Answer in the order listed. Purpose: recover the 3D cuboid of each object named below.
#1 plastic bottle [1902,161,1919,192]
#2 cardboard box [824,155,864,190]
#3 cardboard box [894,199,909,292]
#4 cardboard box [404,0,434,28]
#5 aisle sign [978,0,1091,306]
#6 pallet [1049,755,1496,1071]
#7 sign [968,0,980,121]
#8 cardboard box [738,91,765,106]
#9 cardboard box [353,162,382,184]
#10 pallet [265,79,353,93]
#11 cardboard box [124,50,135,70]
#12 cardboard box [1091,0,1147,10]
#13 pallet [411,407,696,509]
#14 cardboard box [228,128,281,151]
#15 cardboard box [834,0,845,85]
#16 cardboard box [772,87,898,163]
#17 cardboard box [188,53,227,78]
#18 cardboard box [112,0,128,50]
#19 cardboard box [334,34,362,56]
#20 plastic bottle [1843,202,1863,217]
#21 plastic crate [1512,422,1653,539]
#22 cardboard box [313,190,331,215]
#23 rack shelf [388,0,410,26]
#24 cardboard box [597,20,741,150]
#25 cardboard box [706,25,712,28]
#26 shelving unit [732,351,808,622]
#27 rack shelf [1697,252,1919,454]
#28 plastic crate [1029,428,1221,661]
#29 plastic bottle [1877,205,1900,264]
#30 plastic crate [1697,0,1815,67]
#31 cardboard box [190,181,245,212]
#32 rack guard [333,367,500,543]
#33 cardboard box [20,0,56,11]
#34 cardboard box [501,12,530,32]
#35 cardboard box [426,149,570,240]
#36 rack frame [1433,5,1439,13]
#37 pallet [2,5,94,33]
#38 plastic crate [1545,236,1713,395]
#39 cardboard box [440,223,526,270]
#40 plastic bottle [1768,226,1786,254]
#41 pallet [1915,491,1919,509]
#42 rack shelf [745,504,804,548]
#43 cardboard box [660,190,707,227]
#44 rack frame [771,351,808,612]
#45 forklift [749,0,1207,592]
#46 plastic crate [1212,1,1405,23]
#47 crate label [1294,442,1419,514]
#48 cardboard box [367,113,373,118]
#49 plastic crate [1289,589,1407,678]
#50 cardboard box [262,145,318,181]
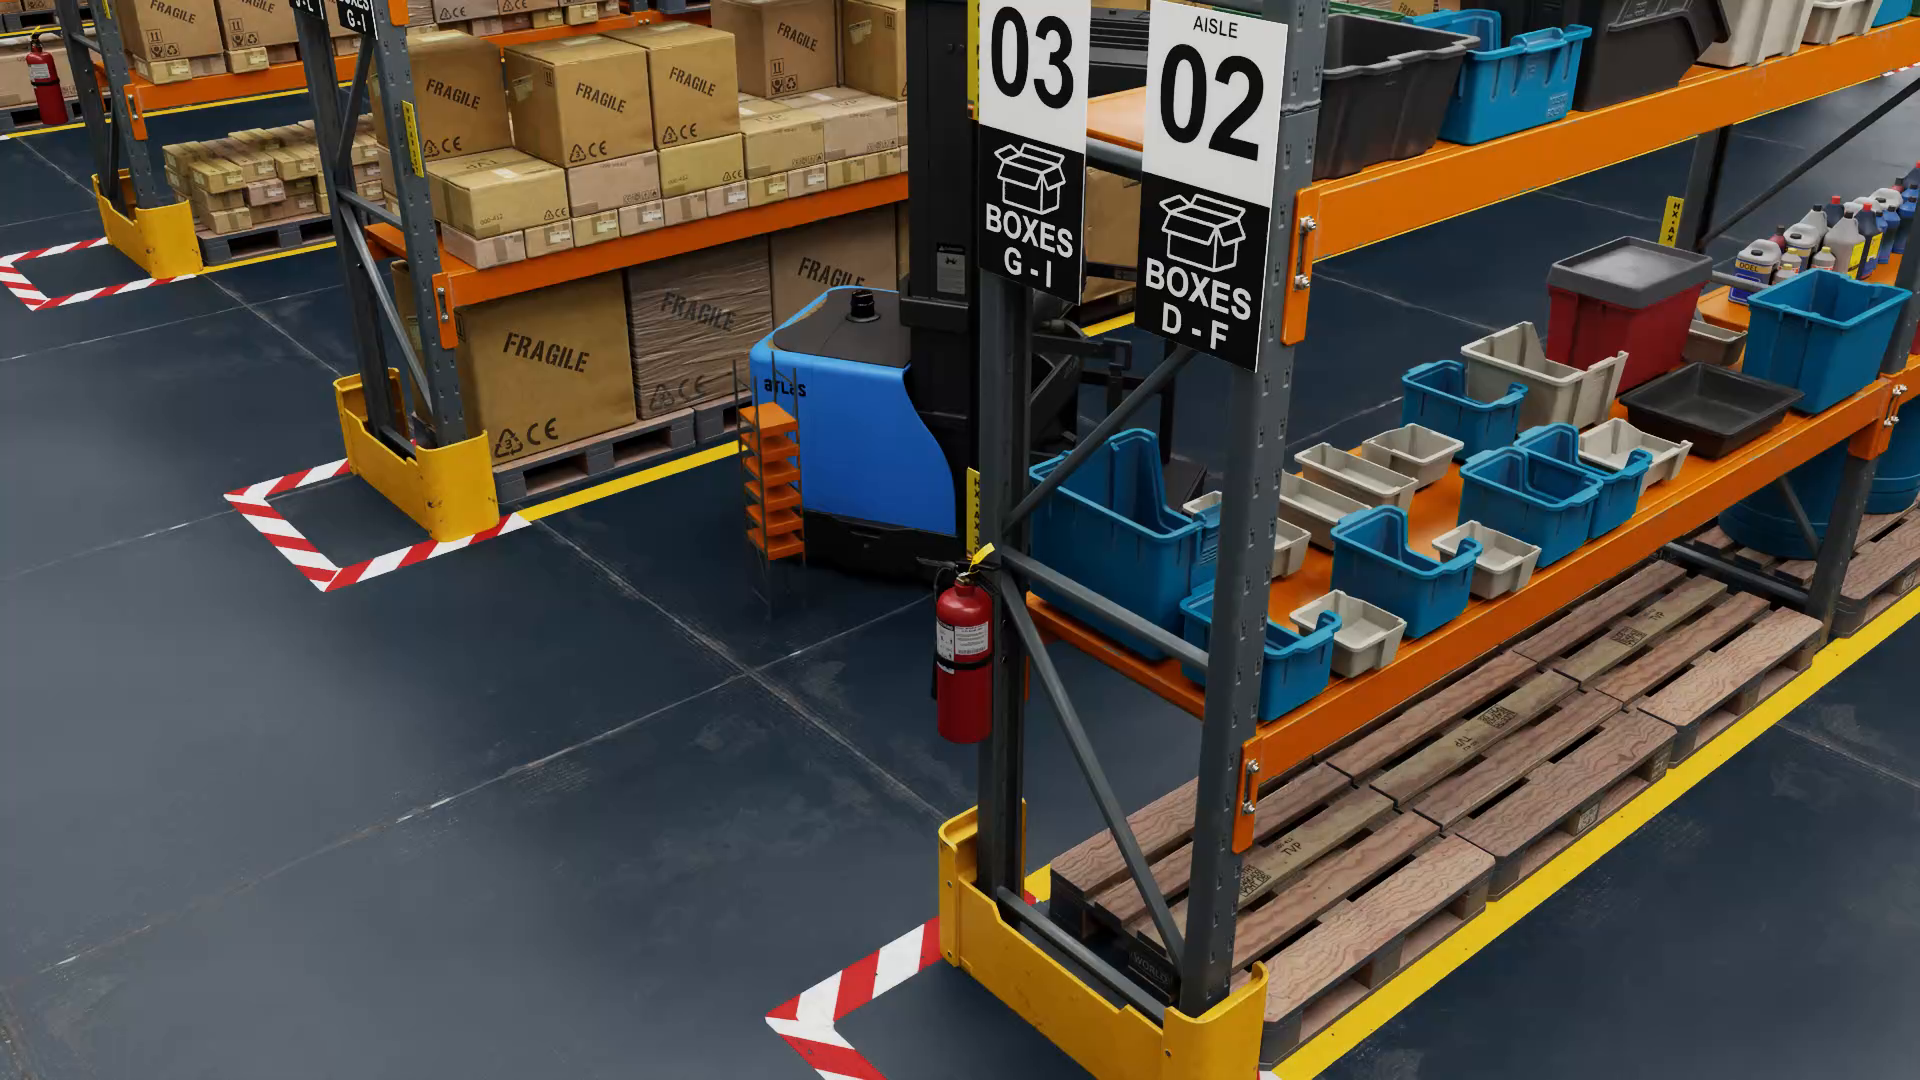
[{"bbox_3d":[4.792,-1.728,8.354,0.185,0.351,0.144,-22,35,-35],"label":"plastic bottle"},{"bbox_3d":[-0.744,-2.076,9.218,0.250,0.149,0.380,-23,35,-36],"label":"cardboard box"},{"bbox_3d":[-0.302,-1.865,10.367,0.875,0.875,0.875,-22,35,-35],"label":"cardboard box"},{"bbox_3d":[-4.257,-4.066,12.254,0.500,0.500,0.500,-23,36,-36],"label":"cardboard box"},{"bbox_3d":[0.179,-1.020,4.219,0.004,0.787,0.394,-22,35,-35],"label":"aisle sign"},{"bbox_3d":[1.077,1.201,5.779,1.213,0.211,1.003,-22,35,-35],"label":"pallet"},{"bbox_3d":[0.055,-1.260,4.353,0.005,0.325,0.100,-22,35,-35],"label":"sign"},{"bbox_3d":[-1.427,-2.347,9.302,0.500,0.250,0.500,-22,35,-35],"label":"cardboard box"},{"bbox_3d":[-4.588,-2.828,12.623,0.250,0.149,0.380,-24,36,-37],"label":"cardboard box"},{"bbox_3d":[-6.809,-4.909,17.212,1.213,0.211,1.003,-22,35,-35],"label":"pallet"},{"bbox_3d":[-5.868,-3.466,11.820,0.250,0.149,0.380,-22,35,-35],"label":"cardboard box"},{"bbox_3d":[0.733,-3.475,10.400,0.637,0.503,0.797,-23,36,-36],"label":"cardboard box"},{"bbox_3d":[-2.233,-0.609,9.167,1.213,0.211,1.003,-22,35,-35],"label":"pallet"},{"bbox_3d":[-5.352,-3.000,12.630,0.250,0.149,0.380,-23,36,-36],"label":"cardboard box"},{"bbox_3d":[-0.658,-2.983,9.698,0.500,0.500,0.500,-22,35,-35],"label":"cardboard box"},{"bbox_3d":[-0.694,-2.311,9.235,0.500,0.250,0.500,-21,35,-34],"label":"cardboard box"},{"bbox_3d":[-5.307,-3.340,11.583,0.250,0.149,0.380,-20,34,-33],"label":"cardboard box"},{"bbox_3d":[-5.758,-3.781,11.721,0.500,0.500,0.500,-21,35,-34],"label":"cardboard box"},{"bbox_3d":[-4.531,-3.671,12.203,0.250,0.149,0.380,-23,36,-36],"label":"cardboard box"},{"bbox_3d":[4.219,-1.462,7.935,0.135,0.276,0.152,-22,35,-35],"label":"plastic bottle"},{"bbox_3d":[2.055,-0.195,5.547,0.300,0.233,0.416,-22,35,-35],"label":"plastic crate"},{"bbox_3d":[-4.731,-2.576,12.467,0.250,0.149,0.380,-21,35,-34],"label":"cardboard box"},{"bbox_3d":[-1.269,-3.184,8.607,4.000,0.370,1.077,-22,35,-35],"label":"rack shelf"},{"bbox_3d":[-1.480,-2.326,8.468,0.500,0.500,0.500,-23,36,-36],"label":"cardboard box"},{"bbox_3d":[-2.088,-4.484,14.869,0.500,0.250,0.500,-20,34,-33],"label":"cardboard box"},{"bbox_3d":[-0.839,-0.226,7.400,0.189,1.200,0.258,-16,32,-27],"label":"shelving unit"},{"bbox_3d":[4.988,-1.309,8.280,4.000,0.370,1.077,-22,35,-35],"label":"rack shelf"},{"bbox_3d":[0.557,-0.002,4.971,0.499,0.435,0.616,-22,35,-35],"label":"plastic crate"},{"bbox_3d":[4.416,-1.462,7.940,0.097,0.271,0.097,0,28,0],"label":"plastic bottle"},{"bbox_3d":[2.310,-1.629,5.059,0.530,0.282,0.437,-22,35,-35],"label":"plastic crate"},{"bbox_3d":[-5.368,-2.503,12.015,0.250,0.149,0.380,-20,34,-33],"label":"cardboard box"},{"bbox_3d":[-2.809,-0.457,8.575,0.348,0.500,1.175,-22,35,-35],"label":"rack guard"},{"bbox_3d":[-10.778,-6.508,19.452,0.500,0.500,0.500,-21,35,-34],"label":"cardboard box"},{"bbox_3d":[-3.563,-4.085,12.978,0.250,0.149,0.380,-23,36,-36],"label":"cardboard box"},{"bbox_3d":[-2.250,-1.682,8.058,0.500,0.250,0.500,-23,36,-36],"label":"cardboard box"},{"bbox_3d":[3.295,-4.014,12.579,0.127,3.000,1.000,-22,35,-35],"label":"rack frame"},{"bbox_3d":[-10.856,-6.307,19.829,1.213,0.211,1.003,-22,35,-35],"label":"pallet"},{"bbox_3d":[2.625,-0.886,6.594,0.583,0.464,0.402,-22,35,-35],"label":"plastic crate"},{"bbox_3d":[-2.306,-1.446,8.040,0.250,0.149,0.380,-21,35,-34],"label":"cardboard box"},{"bbox_3d":[3.703,-1.287,7.599,0.133,0.283,0.061,-22,35,-35],"label":"plastic bottle"},{"bbox_3d":[5.010,-0.381,8.739,1.213,0.211,1.003,-22,35,-35],"label":"pallet"},{"bbox_3d":[-0.839,-0.081,7.478,0.180,0.103,0.258,-16,32,-27],"label":"rack shelf"},{"bbox_3d":[-1.526,-1.761,8.630,0.250,0.149,0.380,-23,36,-36],"label":"cardboard box"},{"bbox_3d":[-0.760,-0.248,7.441,0.006,1.200,0.240,-16,32,-27],"label":"rack frame"},{"bbox_3d":[0.583,-1.188,7.363,3.031,2.935,1.130,10,30,18],"label":"forklift"},{"bbox_3d":[0.989,-1.424,4.775,0.336,0.188,0.450,-22,35,-35],"label":"plastic crate"},{"bbox_3d":[1.353,-0.193,5.644,0.243,0.136,0.396,-22,35,-35],"label":"crate label"},{"bbox_3d":[-4.492,-3.290,13.172,0.250,0.149,0.380,-22,35,-35],"label":"cardboard box"},{"bbox_3d":[1.123,0.273,4.773,0.298,0.136,0.250,-22,35,-35],"label":"plastic crate"},{"bbox_3d":[-4.908,-2.763,12.186,0.250,0.149,0.380,-22,35,-35],"label":"cardboard box"}]
